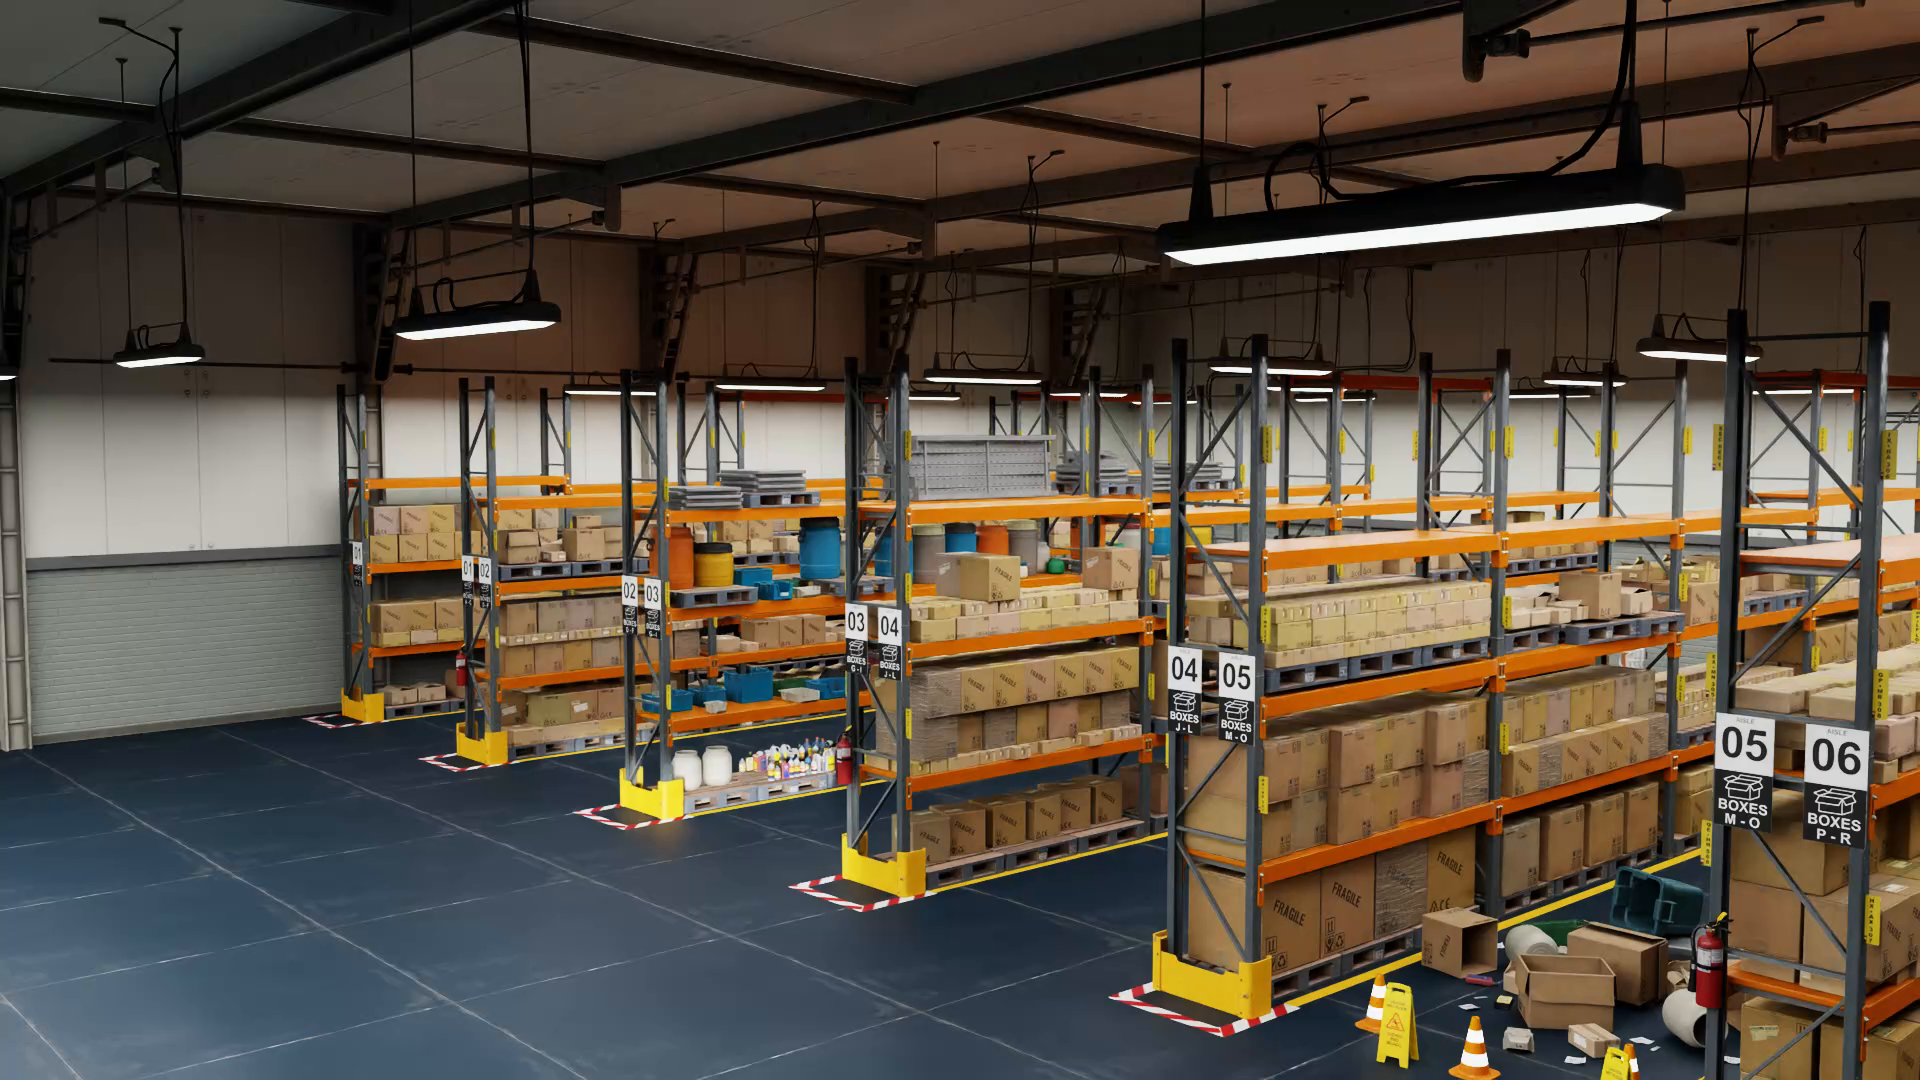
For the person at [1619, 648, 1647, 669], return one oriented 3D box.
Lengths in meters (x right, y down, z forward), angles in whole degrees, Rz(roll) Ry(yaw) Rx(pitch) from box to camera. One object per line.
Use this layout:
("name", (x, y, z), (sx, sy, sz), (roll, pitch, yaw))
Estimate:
("person", (12.195, 2.338, 30.306), (0.523, 1.654, 0.608), (-2, 4, -30))
